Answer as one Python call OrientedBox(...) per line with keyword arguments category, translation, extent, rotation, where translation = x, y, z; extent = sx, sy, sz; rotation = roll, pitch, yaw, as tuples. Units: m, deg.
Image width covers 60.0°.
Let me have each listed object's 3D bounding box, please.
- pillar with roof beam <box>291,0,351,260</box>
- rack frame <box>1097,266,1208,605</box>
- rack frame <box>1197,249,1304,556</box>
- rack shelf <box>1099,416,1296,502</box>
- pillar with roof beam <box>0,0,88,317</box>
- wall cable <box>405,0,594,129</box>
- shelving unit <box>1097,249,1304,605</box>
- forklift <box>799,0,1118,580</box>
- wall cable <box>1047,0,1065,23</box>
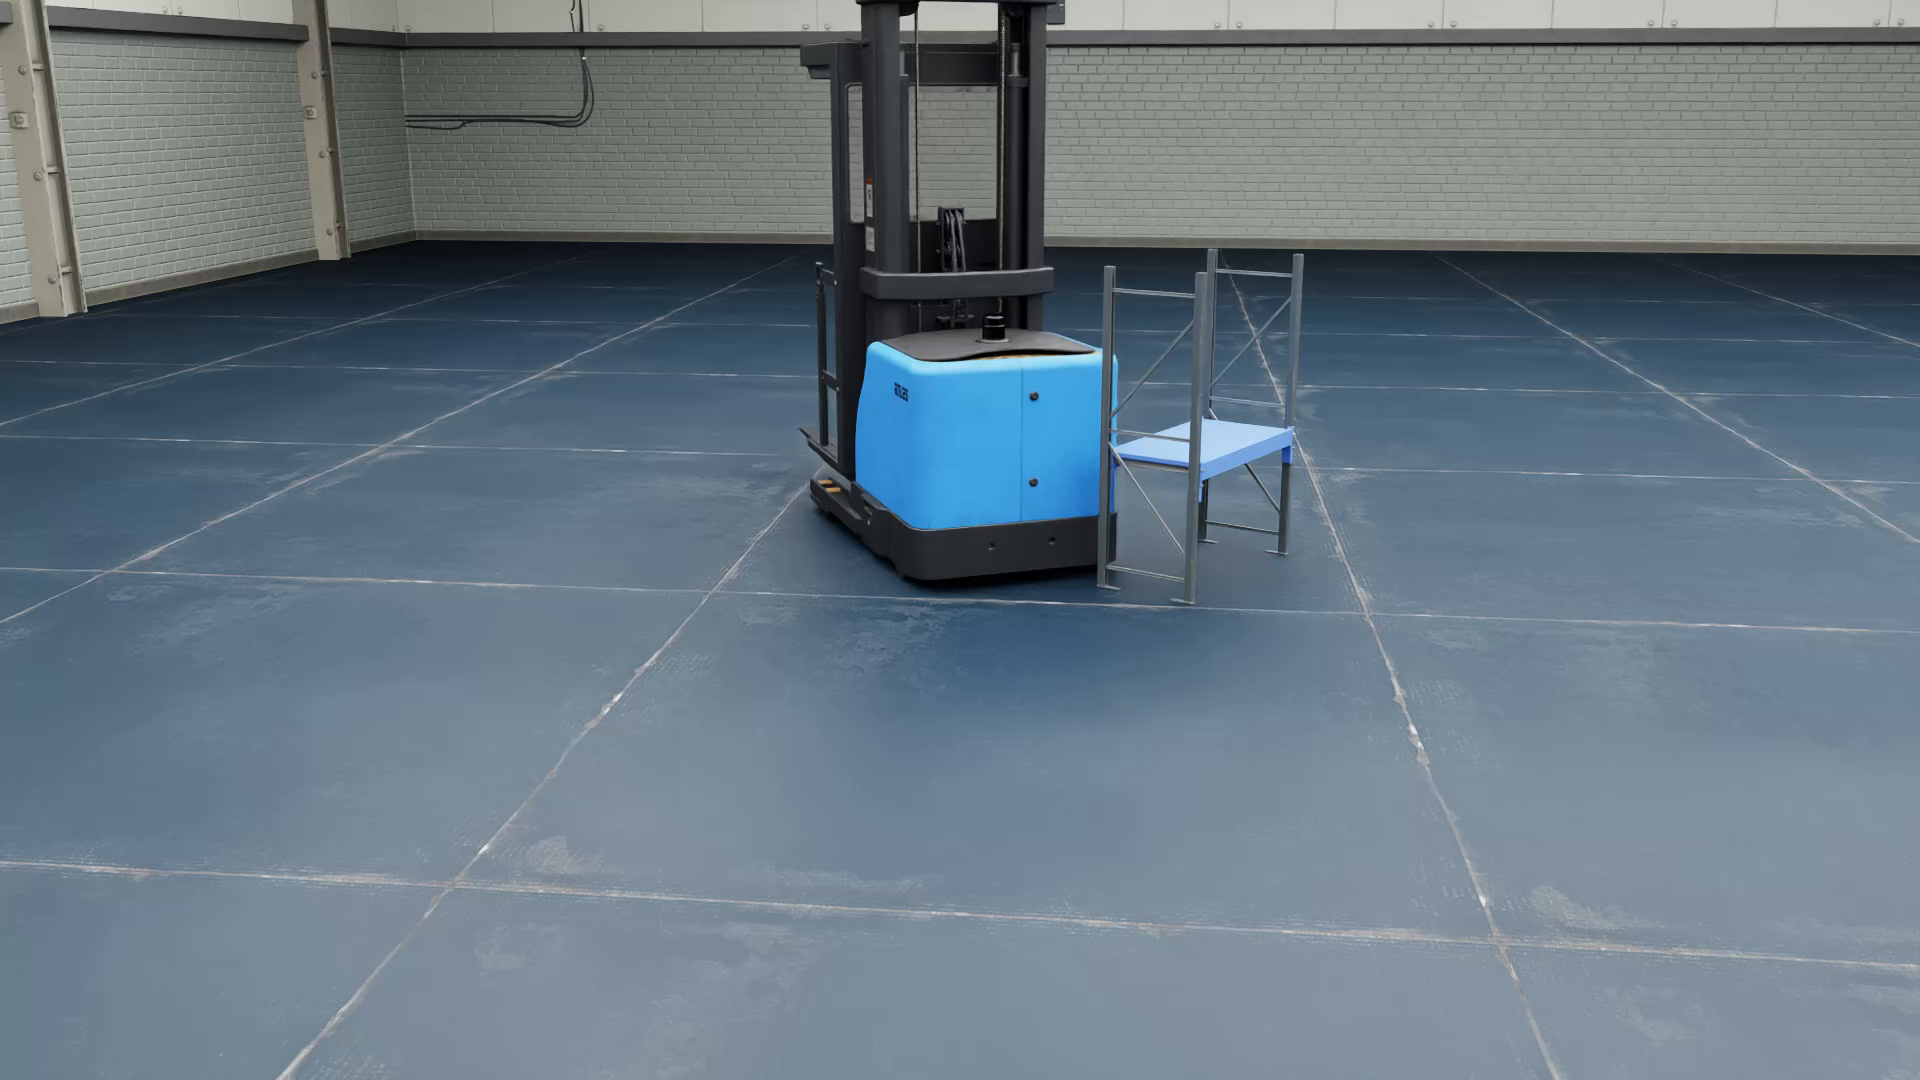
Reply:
OrientedBox(category="pillar with roof beam", translation=(-4.444, -8.141, 21.528), extent=(9.100, 9.000, 0.400), rotation=(2, 15, 6))
OrientedBox(category="rack frame", translation=(0.859, -0.467, 7.518), extent=(0.500, 1.500, 0.032), rotation=(10, 18, 34))
OrientedBox(category="rack frame", translation=(1.442, -0.685, 8.322), extent=(0.500, 1.500, 0.032), rotation=(10, 18, 34))
OrientedBox(category="rack shelf", translation=(1.150, -0.403, 7.967), extent=(0.538, 0.185, 1.000), rotation=(10, 18, 34))
OrientedBox(category="pillar with roof beam", translation=(-5.121, -6.584, 15.773), extent=(9.100, 9.000, 0.400), rotation=(2, 15, 6))
OrientedBox(category="wall cable", translation=(-7.076, -7.494, 25.084), extent=(3.097, 2.526, 0.112), rotation=(2, 15, 6))
OrientedBox(category="shelving unit", translation=(1.150, -0.576, 7.920), extent=(0.538, 1.500, 1.048), rotation=(10, 18, 34))
OrientedBox(category="forklift", translation=(-0.199, -1.570, 8.852), extent=(1.130, 2.935, 3.031), rotation=(-5, 16, -18))
OrientedBox(category="wall cable", translation=(2.355, -10.351, 23.186), extent=(2.305, 6.003, 0.169), rotation=(2, 15, 6))
